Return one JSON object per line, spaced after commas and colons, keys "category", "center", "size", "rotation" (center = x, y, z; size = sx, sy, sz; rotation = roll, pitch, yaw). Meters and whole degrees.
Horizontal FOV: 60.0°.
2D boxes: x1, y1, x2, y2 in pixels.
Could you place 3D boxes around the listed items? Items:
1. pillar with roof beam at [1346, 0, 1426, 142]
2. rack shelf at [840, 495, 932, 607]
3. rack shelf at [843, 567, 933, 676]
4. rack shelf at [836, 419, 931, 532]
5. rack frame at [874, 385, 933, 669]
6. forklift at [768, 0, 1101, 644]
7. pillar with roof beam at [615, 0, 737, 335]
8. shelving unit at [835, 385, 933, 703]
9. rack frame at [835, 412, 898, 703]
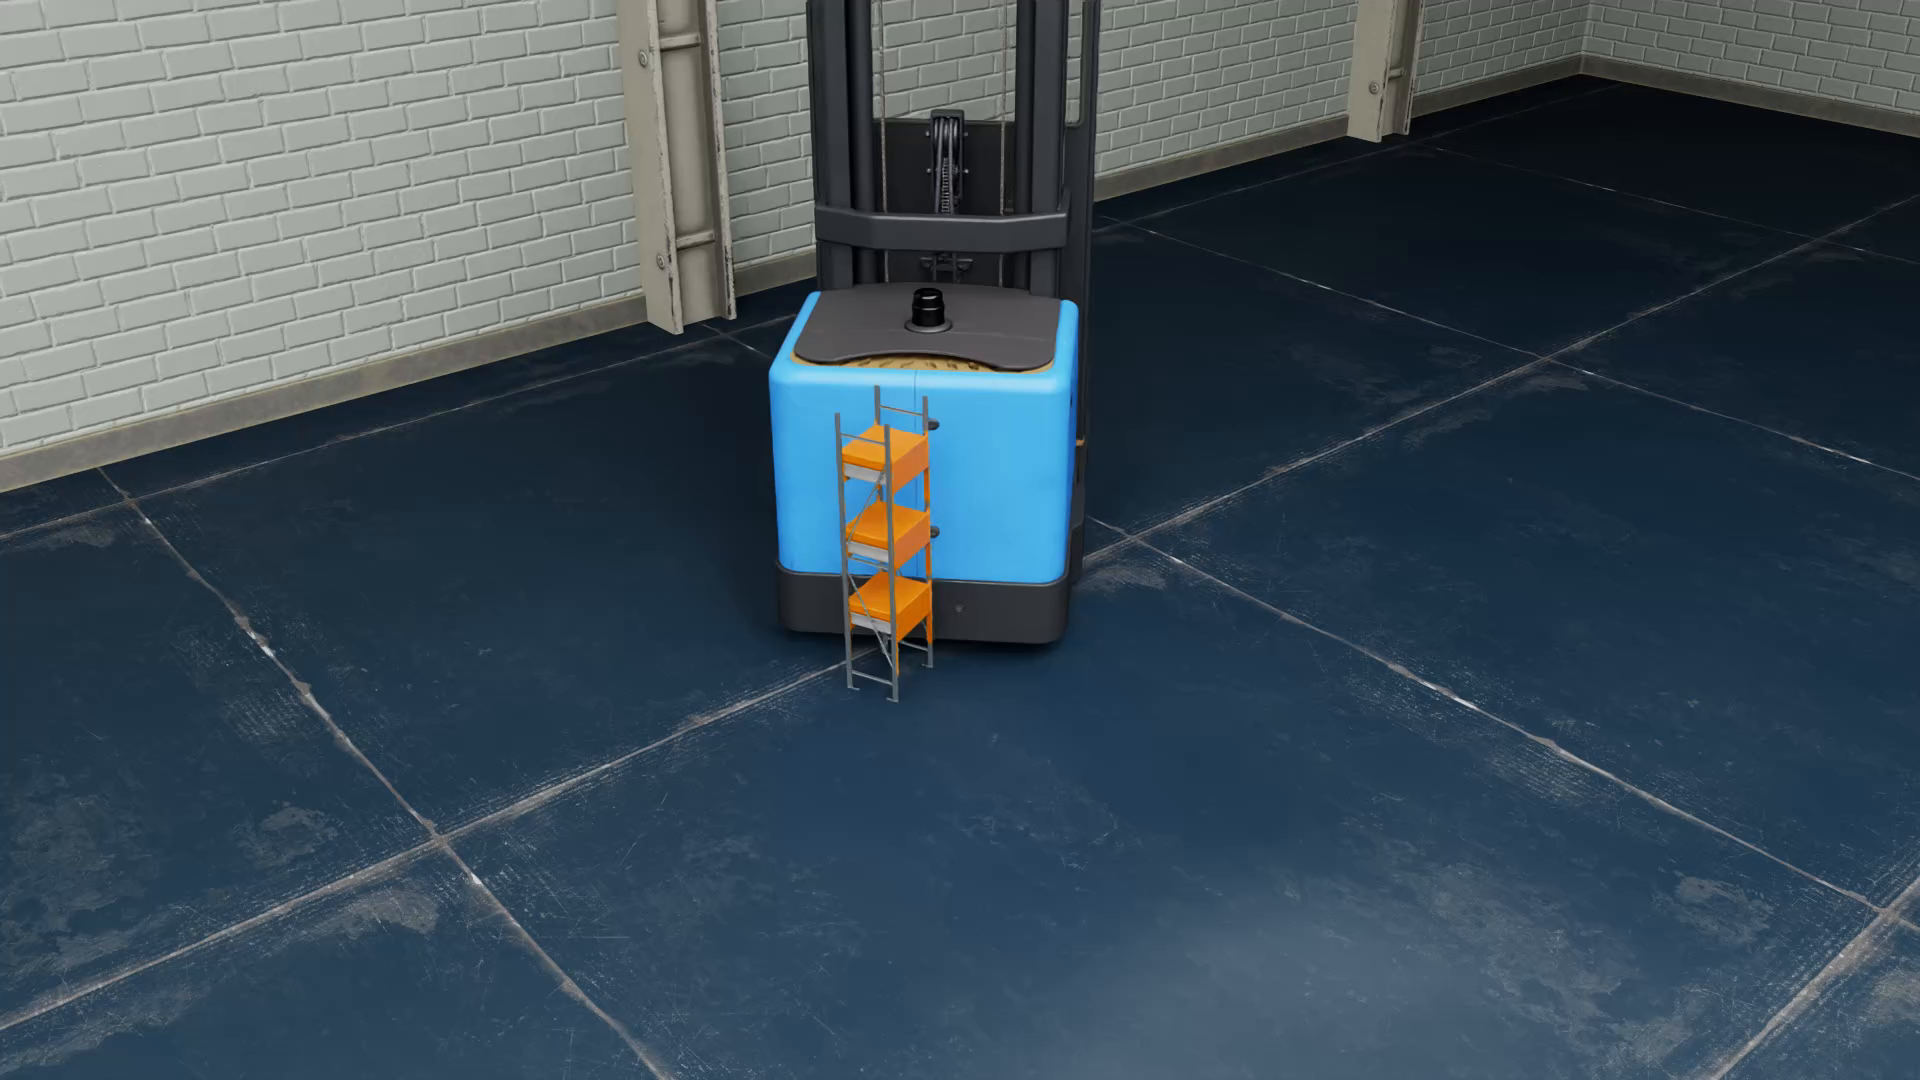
{"category": "pillar with roof beam", "center": [5.905, -5.459, 7.418], "size": [0.400, 9.000, 9.100], "rotation": [-22, 35, -35]}
{"category": "rack shelf", "center": [-0.247, 0.034, 5.591], "size": [0.215, 0.259, 0.240], "rotation": [14, 32, 25]}
{"category": "rack shelf", "center": [-0.245, 0.277, 5.725], "size": [0.215, 0.259, 0.240], "rotation": [14, 32, 25]}
{"category": "rack shelf", "center": [-0.249, -0.215, 5.454], "size": [0.215, 0.259, 0.240], "rotation": [14, 32, 25]}
{"category": "rack frame", "center": [-0.189, -0.028, 5.680], "size": [0.200, 1.050, 0.008], "rotation": [14, 32, 25]}
{"category": "forklift", "center": [-0.001, -1.589, 6.615], "size": [1.130, 2.935, 3.031], "rotation": [3, 28, 5]}
{"category": "pillar with roof beam", "center": [1.341, -3.624, 3.983], "size": [0.400, 9.000, 9.100], "rotation": [-22, 35, -35]}
{"category": "shelving unit", "center": [-0.247, 0.025, 5.586], "size": [0.215, 1.050, 0.252], "rotation": [14, 32, 25]}
{"category": "rack frame", "center": [-0.305, 0.077, 5.492], "size": [0.200, 1.050, 0.008], "rotation": [14, 32, 25]}
